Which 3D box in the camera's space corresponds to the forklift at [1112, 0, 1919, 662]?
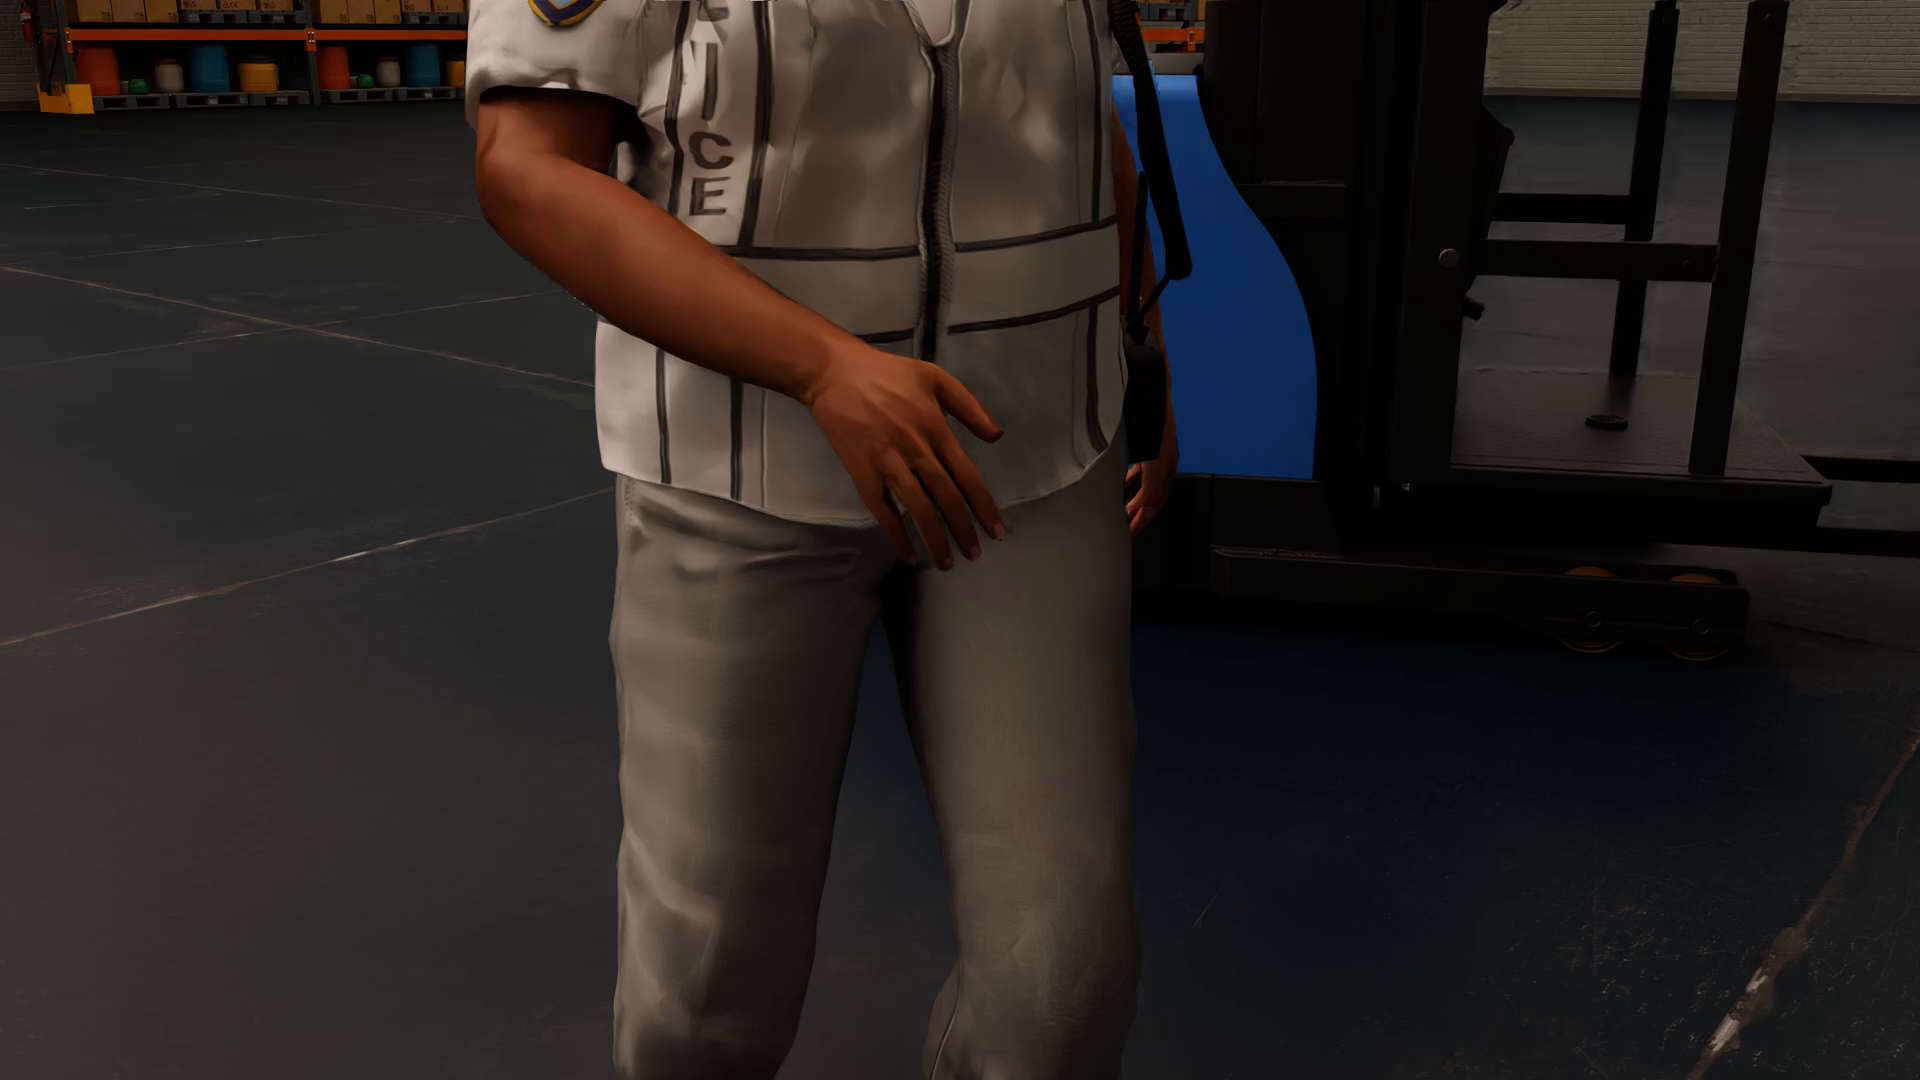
[{"bbox_3d":[1.243,-1.339,3.307,3.031,2.935,1.130,4,17,12],"label":"forklift"}]
